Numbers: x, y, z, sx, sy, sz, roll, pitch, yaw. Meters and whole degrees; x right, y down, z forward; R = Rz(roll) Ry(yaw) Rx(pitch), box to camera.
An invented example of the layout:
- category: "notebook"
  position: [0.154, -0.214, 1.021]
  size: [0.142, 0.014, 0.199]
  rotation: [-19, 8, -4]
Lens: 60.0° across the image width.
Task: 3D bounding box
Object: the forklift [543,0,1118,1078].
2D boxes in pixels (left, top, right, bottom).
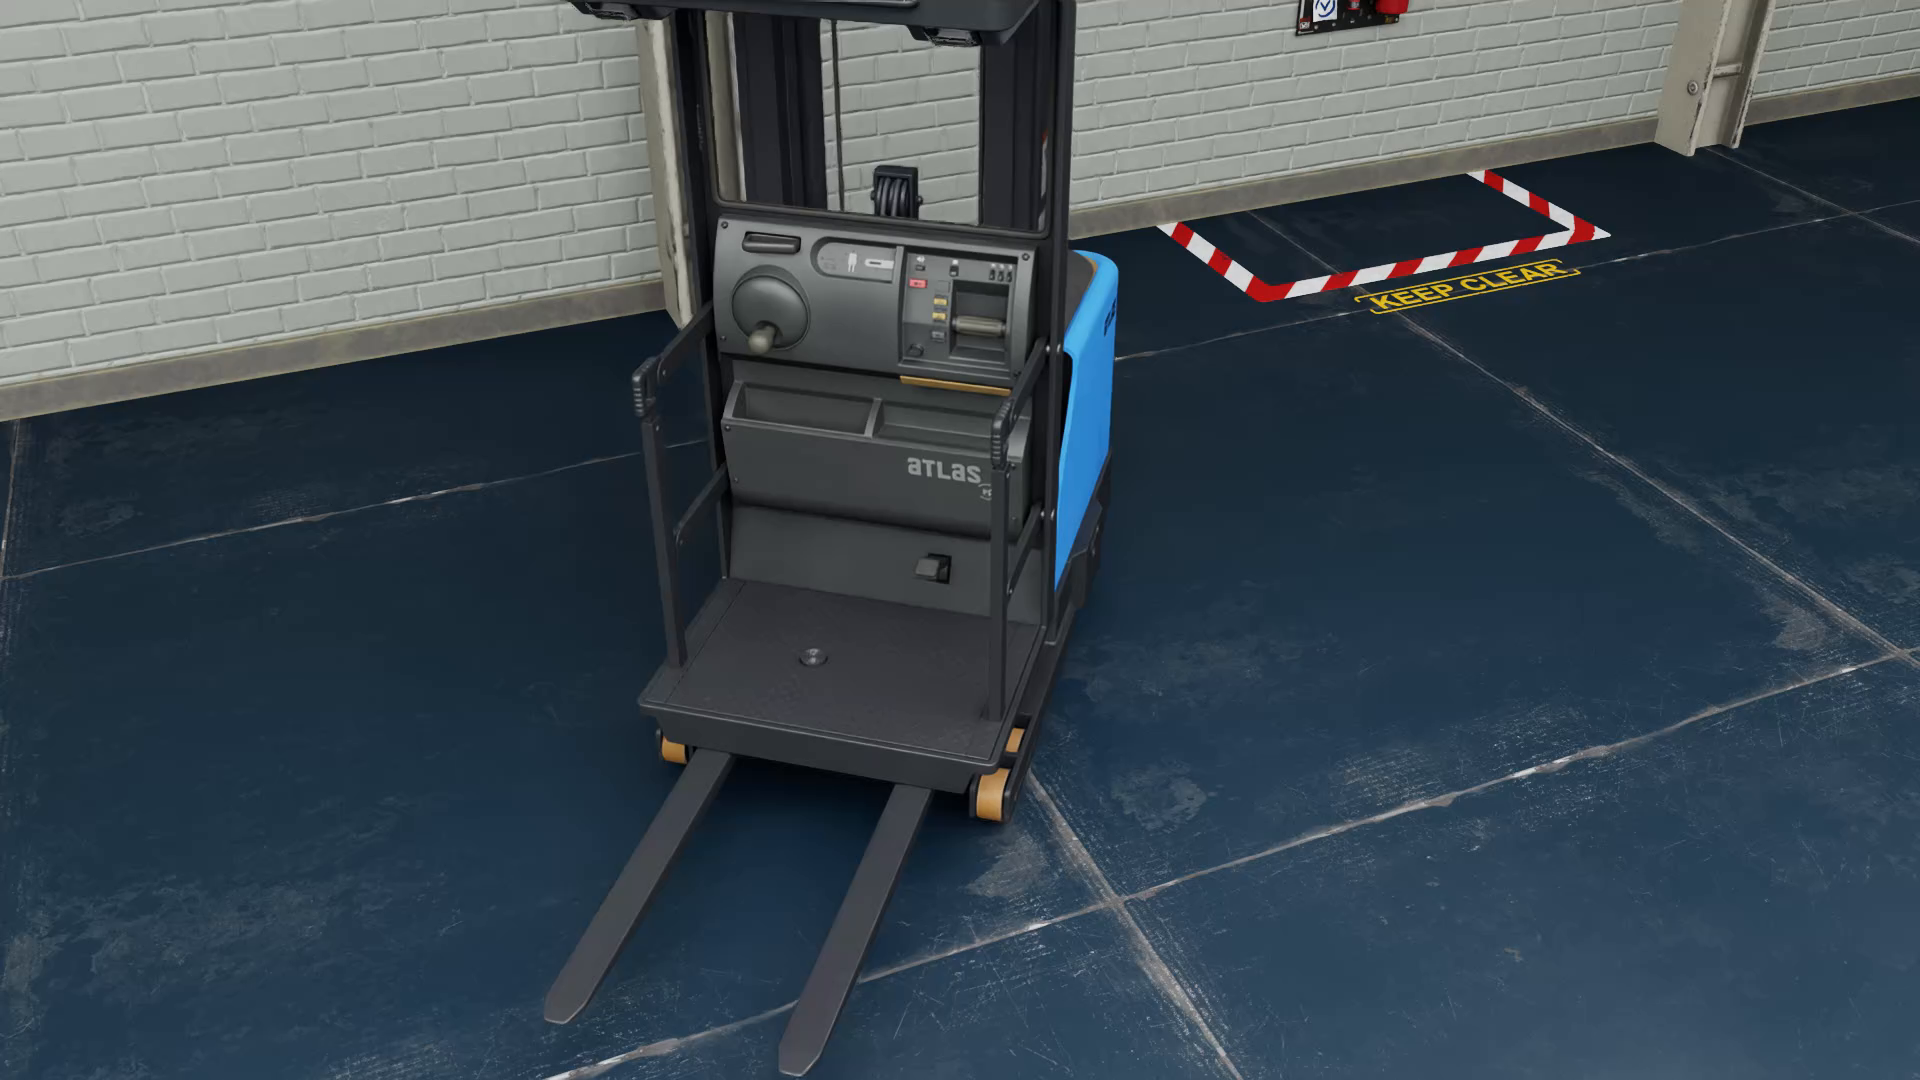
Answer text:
- category: "forklift"
  position: [-0.304, -0.625, 4.524]
  size: [1.130, 2.935, 3.031]
  rotation: [8, 34, 12]

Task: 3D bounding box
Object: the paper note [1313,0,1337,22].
- category: "paper note"
  position: [1.874, -2.737, 8.514]
  size: [0.142, 0.148, 0.016]
  rotation: [-13, 35, -19]

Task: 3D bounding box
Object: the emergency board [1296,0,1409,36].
- category: "emergency board"
  position: [2.064, -3.109, 8.278]
  size: [0.643, 1.169, 0.194]
  rotation: [-13, 35, -19]

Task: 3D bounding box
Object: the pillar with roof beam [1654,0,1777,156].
- category: "pillar with roof beam"
  position: [6.024, -3.961, 4.087]
  size: [0.400, 9.000, 9.100]
  rotation: [-13, 35, -19]

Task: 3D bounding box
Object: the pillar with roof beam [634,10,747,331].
- category: "pillar with roof beam"
  position: [0.492, -2.695, 2.140]
  size: [0.400, 9.000, 9.100]
  rotation: [-13, 35, -19]
